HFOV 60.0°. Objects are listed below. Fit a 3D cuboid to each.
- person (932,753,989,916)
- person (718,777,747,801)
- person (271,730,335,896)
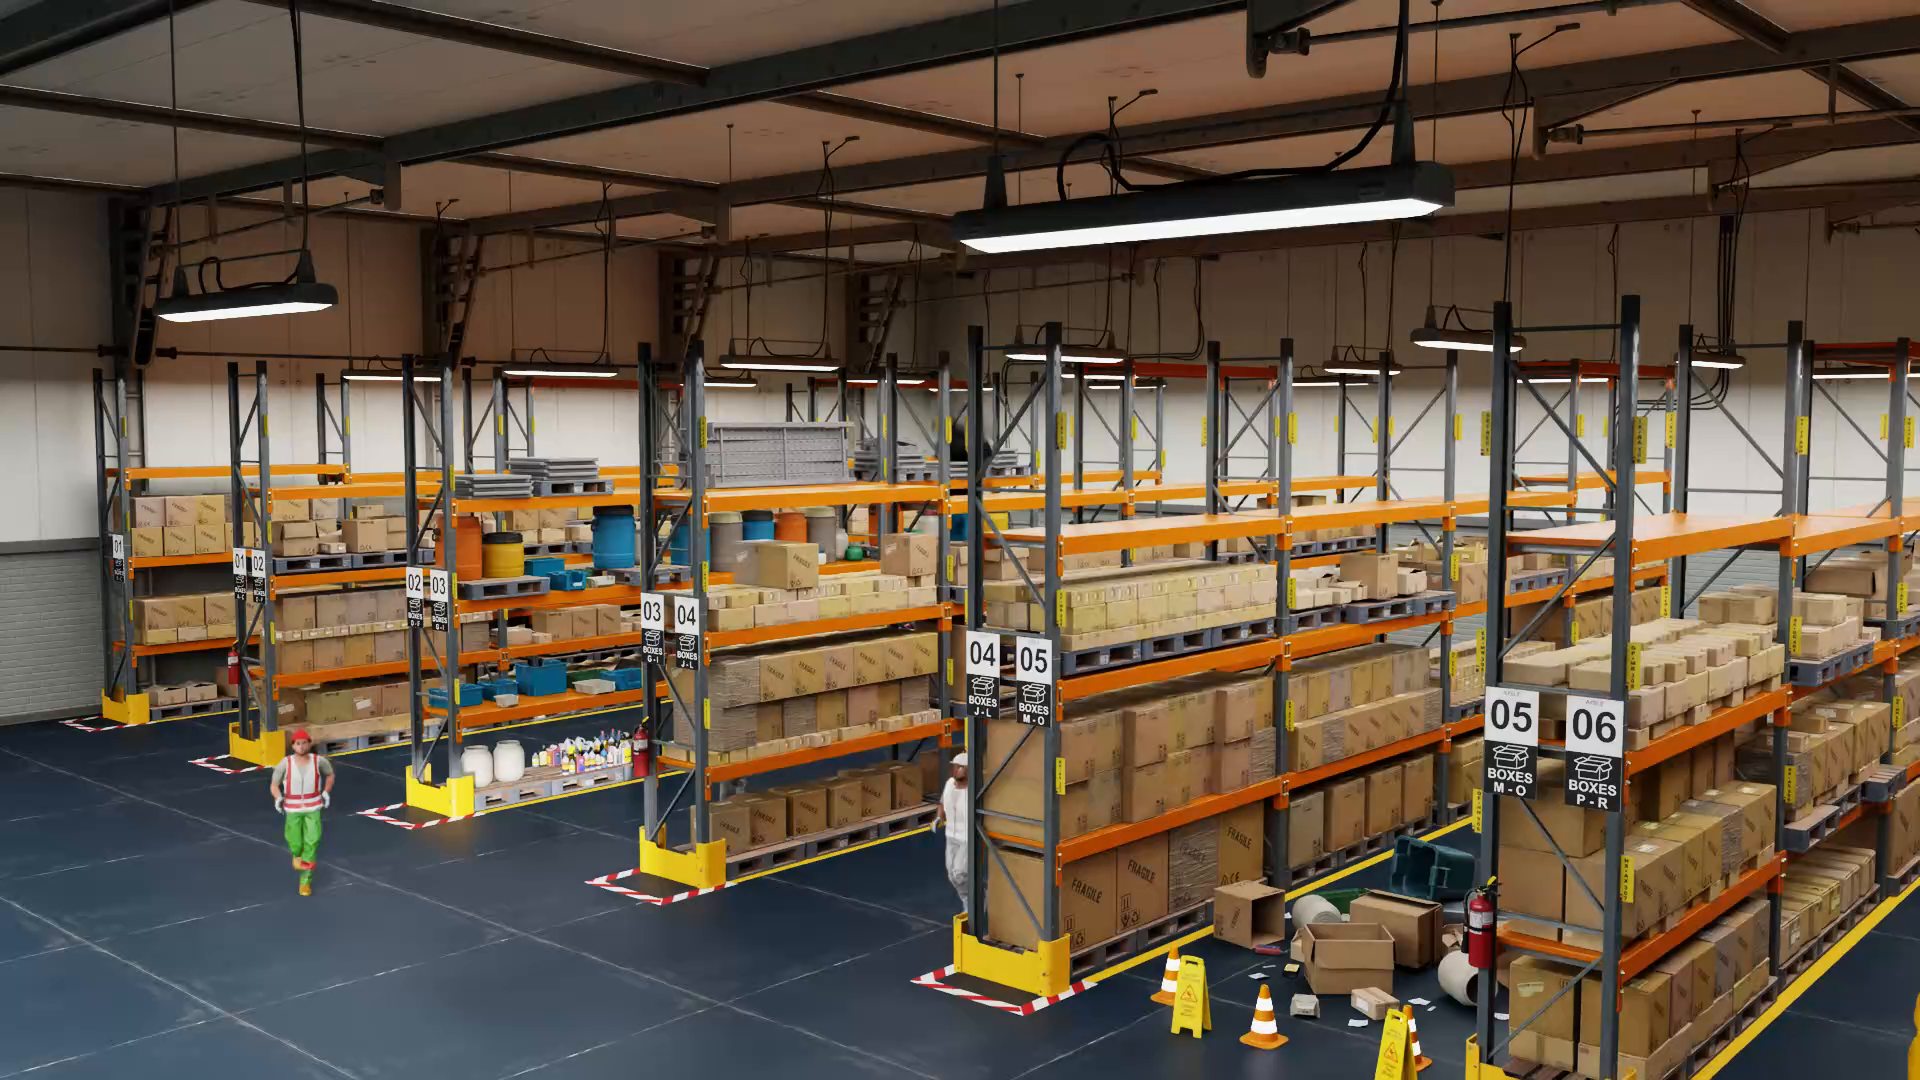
[{"bbox_3d":[0.022,3.038,16.931,0.711,1.738,0.595,4,6,41],"label":"person"},{"bbox_3d":[-2.999,2.722,21.667,0.618,1.669,0.890,2,5,26],"label":"person"},{"bbox_3d":[-7.195,2.954,18.238,0.661,1.761,0.788,-2,5,-22],"label":"person"}]
